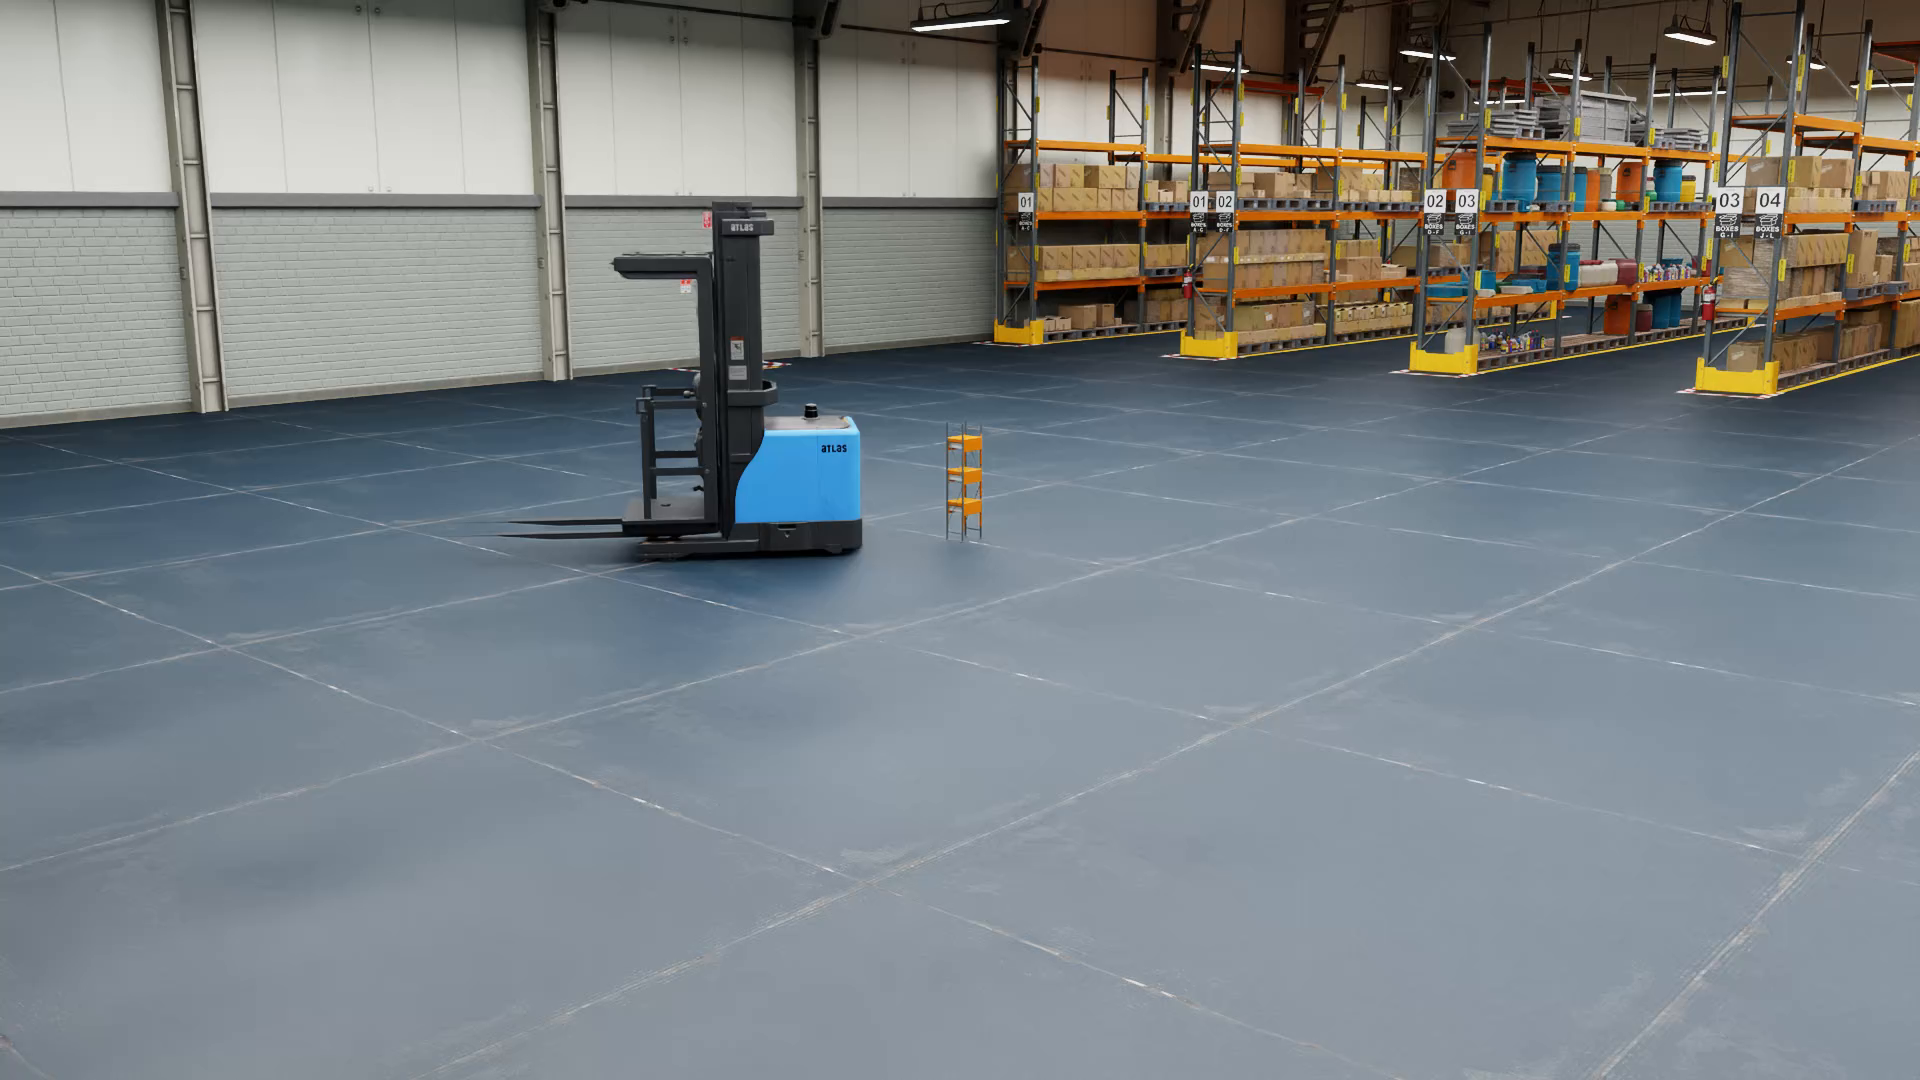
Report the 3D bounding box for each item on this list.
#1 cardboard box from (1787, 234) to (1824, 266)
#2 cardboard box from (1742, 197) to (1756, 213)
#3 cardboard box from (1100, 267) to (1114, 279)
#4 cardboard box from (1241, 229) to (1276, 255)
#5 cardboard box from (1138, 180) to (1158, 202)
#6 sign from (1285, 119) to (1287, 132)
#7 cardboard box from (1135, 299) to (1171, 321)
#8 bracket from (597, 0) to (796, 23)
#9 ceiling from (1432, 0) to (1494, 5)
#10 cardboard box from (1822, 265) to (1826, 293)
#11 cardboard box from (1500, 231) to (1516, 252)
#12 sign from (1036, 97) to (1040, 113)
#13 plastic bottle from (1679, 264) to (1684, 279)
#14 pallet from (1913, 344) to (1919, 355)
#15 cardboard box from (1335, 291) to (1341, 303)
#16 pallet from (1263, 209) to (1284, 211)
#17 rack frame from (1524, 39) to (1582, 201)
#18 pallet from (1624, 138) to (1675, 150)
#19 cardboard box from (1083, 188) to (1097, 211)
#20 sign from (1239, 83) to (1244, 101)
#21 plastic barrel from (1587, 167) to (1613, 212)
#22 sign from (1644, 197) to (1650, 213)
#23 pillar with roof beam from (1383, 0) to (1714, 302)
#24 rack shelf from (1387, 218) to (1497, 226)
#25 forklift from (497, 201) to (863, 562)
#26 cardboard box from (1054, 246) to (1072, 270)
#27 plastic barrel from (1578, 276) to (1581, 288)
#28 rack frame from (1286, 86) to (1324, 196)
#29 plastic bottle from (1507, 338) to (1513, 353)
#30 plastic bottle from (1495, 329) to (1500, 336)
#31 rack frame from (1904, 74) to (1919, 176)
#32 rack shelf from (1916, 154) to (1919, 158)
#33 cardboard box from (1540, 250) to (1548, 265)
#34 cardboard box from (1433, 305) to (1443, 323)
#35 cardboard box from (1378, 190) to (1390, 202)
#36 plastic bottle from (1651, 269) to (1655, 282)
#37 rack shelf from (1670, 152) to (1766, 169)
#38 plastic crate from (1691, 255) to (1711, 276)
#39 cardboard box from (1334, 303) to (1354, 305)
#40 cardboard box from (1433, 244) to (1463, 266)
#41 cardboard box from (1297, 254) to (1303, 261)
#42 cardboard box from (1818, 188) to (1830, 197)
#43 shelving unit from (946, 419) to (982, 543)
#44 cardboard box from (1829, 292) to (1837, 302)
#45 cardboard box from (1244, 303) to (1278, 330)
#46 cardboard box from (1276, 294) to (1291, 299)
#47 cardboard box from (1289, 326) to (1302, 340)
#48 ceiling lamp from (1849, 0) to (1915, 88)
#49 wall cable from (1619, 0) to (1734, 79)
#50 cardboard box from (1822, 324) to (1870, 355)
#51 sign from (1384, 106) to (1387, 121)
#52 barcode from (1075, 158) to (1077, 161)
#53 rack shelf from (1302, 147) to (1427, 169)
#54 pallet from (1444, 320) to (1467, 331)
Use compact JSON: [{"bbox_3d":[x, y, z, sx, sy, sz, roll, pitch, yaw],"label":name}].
[{"bbox_3d":[13.946,-4.802,27.528,0.500,0.500,0.500,10,15,40],"label":"cardboard box"},{"bbox_3d":[12.515,-5.352,26.571,0.500,0.250,0.500,10,15,42],"label":"cardboard box"},{"bbox_3d":[3.126,-6.039,37.622,0.500,0.250,0.500,10,15,40],"label":"cardboard box"},{"bbox_3d":[5.977,-6.044,33.746,0.700,0.500,0.500,10,15,41],"label":"cardboard box"},{"bbox_3d":[4.287,-8.156,38.902,0.500,0.500,0.500,-9,15,-39],"label":"cardboard box"},{"bbox_3d":[8.746,-11.090,44.472,0.100,0.325,0.005,10,15,40],"label":"sign"},{"bbox_3d":[4.643,-5.543,40.064,0.700,0.500,0.500,9,15,39],"label":"cardboard box"},{"bbox_3d":[-4.642,-9.322,29.219,0.076,0.066,4.783,10,15,40],"label":"bracket"},{"bbox_3d":[13.810,-15.836,48.048,6.000,0.001,6.000,10,15,40],"label":"ceiling"},{"bbox_3d":[14.328,-4.507,28.601,0.875,0.500,0.500,10,15,40],"label":"cardboard box"},{"bbox_3d":[13.733,-7.545,42.023,0.500,0.500,0.500,9,15,39],"label":"cardboard box"},{"bbox_3d":[1.633,-9.140,34.912,0.100,0.325,0.005,10,15,40],"label":"sign"},{"bbox_3d":[16.228,-6.055,37.492,0.144,0.351,0.185,10,15,40],"label":"plastic bottle"},{"bbox_3d":[19.051,-3.945,33.923,1.003,0.211,1.213,10,15,40],"label":"pallet"},{"bbox_3d":[10.052,-6.688,45.845,0.700,0.500,0.500,10,15,40],"label":"cardboard box"},{"bbox_3d":[7.628,-8.593,42.902,1.003,0.211,1.213,11,16,43],"label":"pallet"},{"bbox_3d":[11.308,-8.021,31.895,1.000,3.000,0.127,10,15,40],"label":"rack frame"},{"bbox_3d":[14.448,-8.423,35.411,1.213,0.211,1.003,10,15,40],"label":"pallet"},{"bbox_3d":[2.693,-7.551,36.895,0.500,0.500,0.500,11,16,44],"label":"cardboard box"},{"bbox_3d":[5.362,-8.537,31.687,0.100,0.325,0.005,10,15,40],"label":"sign"},{"bbox_3d":[13.243,-7.292,34.622,0.600,0.901,0.600,0,11,0],"label":"plastic barrel"},{"bbox_3d":[14.366,-7.017,34.795,0.100,0.325,0.005,10,15,40],"label":"sign"},{"bbox_3d":[16.154,-11.020,46.910,9.100,9.000,0.548,10,15,40],"label":"pillar with roof beam"},{"bbox_3d":[11.550,-7.721,39.889,1.077,0.370,4.000,10,15,40],"label":"rack shelf"},{"bbox_3d":[-2.384,-1.363,14.054,3.031,2.935,1.130,-1,11,-7],"label":"forklift"},{"bbox_3d":[2.100,-6.178,36.404,0.500,0.500,0.500,10,15,41],"label":"cardboard box"},{"bbox_3d":[12.297,-5.186,33.372,0.301,0.262,0.301,0,11,0],"label":"plastic barrel"},{"bbox_3d":[9.147,-10.479,44.202,1.000,3.000,0.127,10,15,40],"label":"rack frame"},{"bbox_3d":[10.262,-3.632,31.048,0.061,0.283,0.133,10,15,41],"label":"plastic bottle"},{"bbox_3d":[10.463,-3.931,32.373,0.144,0.351,0.185,10,15,42],"label":"plastic bottle"},{"bbox_3d":[20.309,-8.558,34.582,1.000,3.000,0.127,10,15,40],"label":"rack frame"},{"bbox_3d":[21.630,-8.303,36.165,1.077,0.370,4.000,10,15,40],"label":"rack shelf"},{"bbox_3d":[15.080,-7.357,43.631,0.500,0.500,0.500,10,15,41],"label":"cardboard box"},{"bbox_3d":[11.086,-5.406,39.380,0.500,0.500,0.500,9,14,38],"label":"cardboard box"},{"bbox_3d":[9.254,-7.676,37.136,0.500,0.250,0.500,9,15,39],"label":"cardboard box"},{"bbox_3d":[15.057,-5.748,36.130,0.061,0.283,0.133,10,15,40],"label":"plastic bottle"},{"bbox_3d":[17.909,-8.943,39.371,1.077,0.370,4.000,10,15,40],"label":"rack shelf"},{"bbox_3d":[17.367,-6.416,38.859,0.402,0.464,0.583,10,15,40],"label":"plastic crate"},{"bbox_3d":[8.646,-5.173,37.471,0.500,0.311,0.500,10,15,40],"label":"cardboard box"},{"bbox_3d":[11.751,-6.884,40.193,0.700,0.500,0.500,6,13,26],"label":"cardboard box"},{"bbox_3d":[6.898,-5.870,34.532,0.380,0.149,0.250,10,15,40],"label":"cardboard box"},{"bbox_3d":[14.165,-5.752,27.558,0.380,0.149,0.250,11,16,43],"label":"cardboard box"},{"bbox_3d":[0.035,-0.523,14.648,0.215,1.050,0.252,10,15,40],"label":"shelving unit"},{"bbox_3d":[14.935,-4.210,28.775,0.380,0.149,0.250,10,15,40],"label":"cardboard box"},{"bbox_3d":[6.119,-4.556,33.898,0.500,0.500,0.500,10,15,40],"label":"cardboard box"},{"bbox_3d":[8.231,-6.445,43.739,0.750,0.750,0.750,10,15,42],"label":"cardboard box"},{"bbox_3d":[6.791,-4.334,34.698,0.500,0.250,0.500,10,15,40],"label":"cardboard box"},{"bbox_3d":[22.893,-12.718,40.510,2.000,3.185,0.800,10,15,40],"label":"ceiling lamp"},{"bbox_3d":[20.146,-14.288,46.692,3.097,2.526,0.112,10,15,40],"label":"wall cable"},{"bbox_3d":[16.516,-3.749,31.080,0.500,0.500,0.700,-11,15,-43],"label":"cardboard box"},{"bbox_3d":[9.816,-9.816,38.296,0.100,0.325,0.005,10,15,40],"label":"sign"},{"bbox_3d":[2.625,-8.614,37.671,0.001,0.075,0.075,10,15,40],"label":"barcode"},{"bbox_3d":[8.910,-8.407,36.688,1.077,0.370,4.000,10,15,40],"label":"rack shelf"},{"bbox_3d":[11.557,-5.225,40.332,1.003,0.211,1.213,10,15,40],"label":"pallet"}]
